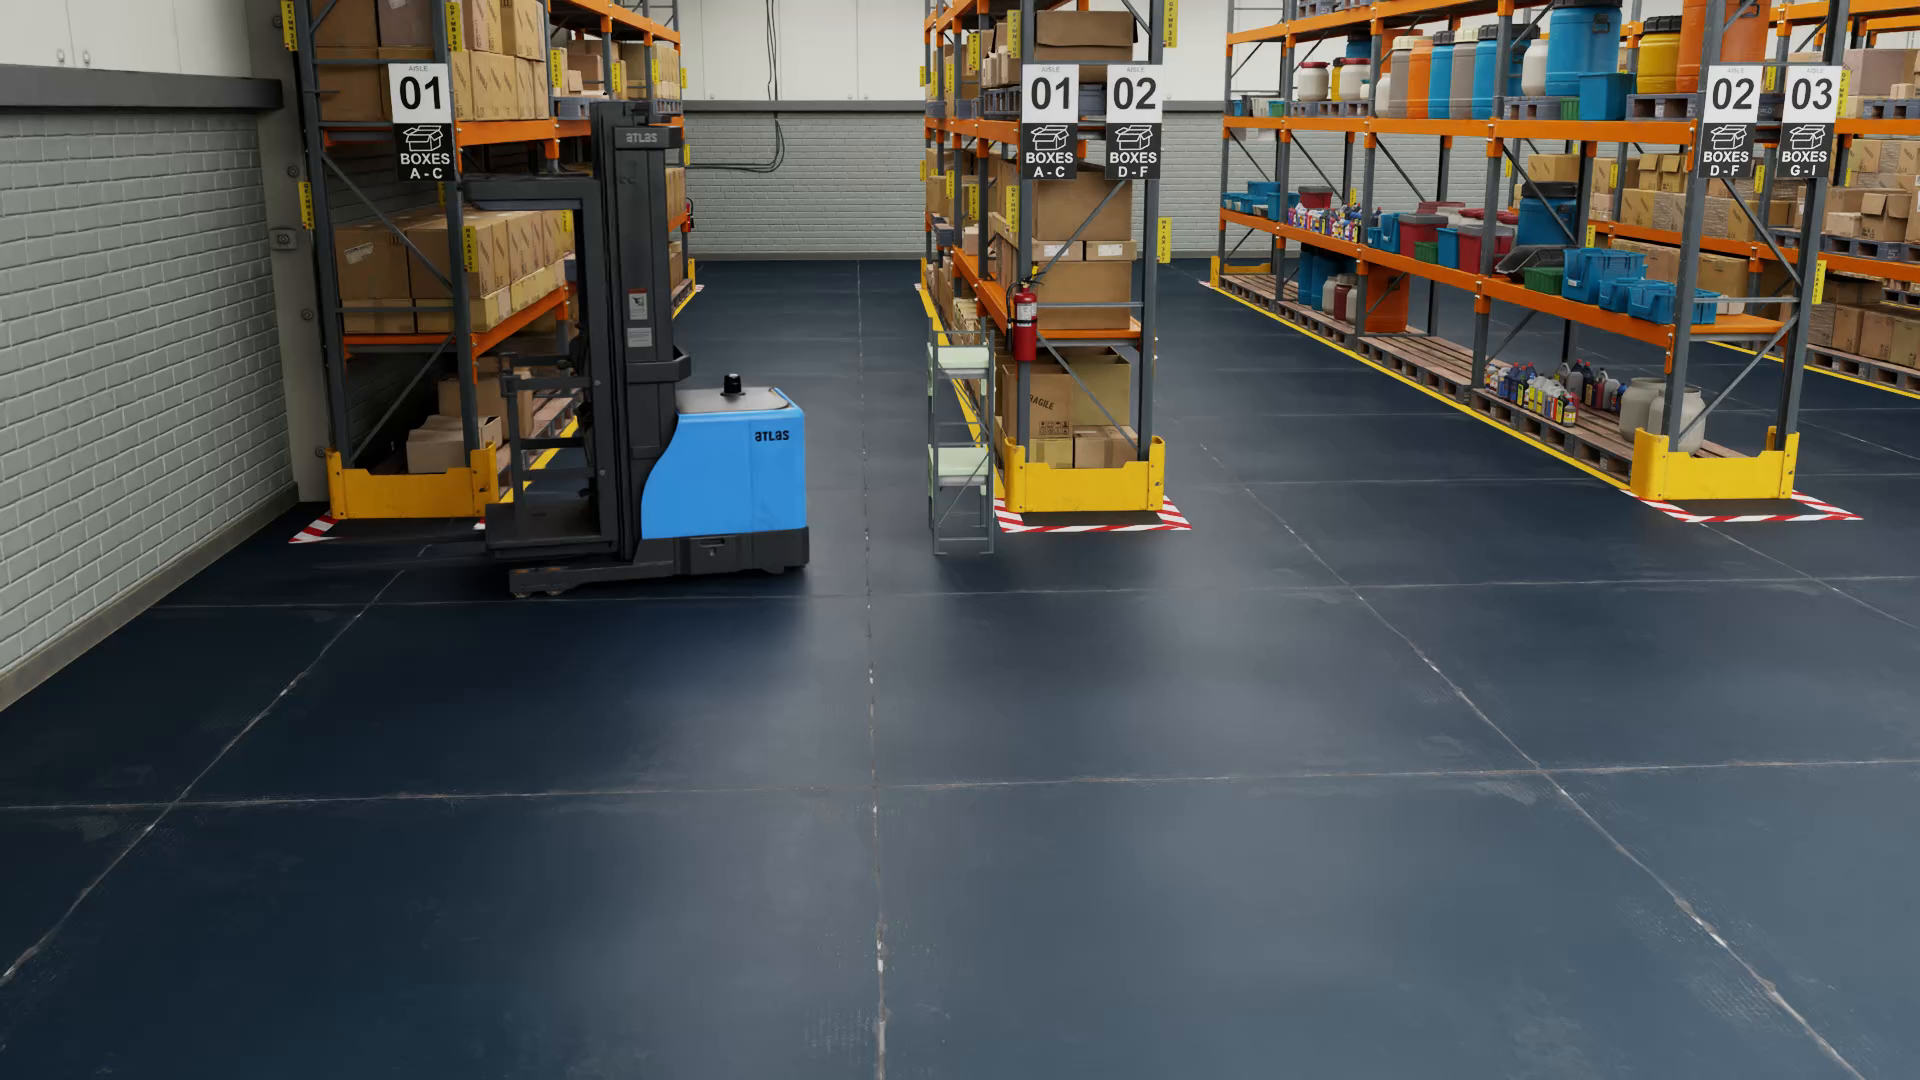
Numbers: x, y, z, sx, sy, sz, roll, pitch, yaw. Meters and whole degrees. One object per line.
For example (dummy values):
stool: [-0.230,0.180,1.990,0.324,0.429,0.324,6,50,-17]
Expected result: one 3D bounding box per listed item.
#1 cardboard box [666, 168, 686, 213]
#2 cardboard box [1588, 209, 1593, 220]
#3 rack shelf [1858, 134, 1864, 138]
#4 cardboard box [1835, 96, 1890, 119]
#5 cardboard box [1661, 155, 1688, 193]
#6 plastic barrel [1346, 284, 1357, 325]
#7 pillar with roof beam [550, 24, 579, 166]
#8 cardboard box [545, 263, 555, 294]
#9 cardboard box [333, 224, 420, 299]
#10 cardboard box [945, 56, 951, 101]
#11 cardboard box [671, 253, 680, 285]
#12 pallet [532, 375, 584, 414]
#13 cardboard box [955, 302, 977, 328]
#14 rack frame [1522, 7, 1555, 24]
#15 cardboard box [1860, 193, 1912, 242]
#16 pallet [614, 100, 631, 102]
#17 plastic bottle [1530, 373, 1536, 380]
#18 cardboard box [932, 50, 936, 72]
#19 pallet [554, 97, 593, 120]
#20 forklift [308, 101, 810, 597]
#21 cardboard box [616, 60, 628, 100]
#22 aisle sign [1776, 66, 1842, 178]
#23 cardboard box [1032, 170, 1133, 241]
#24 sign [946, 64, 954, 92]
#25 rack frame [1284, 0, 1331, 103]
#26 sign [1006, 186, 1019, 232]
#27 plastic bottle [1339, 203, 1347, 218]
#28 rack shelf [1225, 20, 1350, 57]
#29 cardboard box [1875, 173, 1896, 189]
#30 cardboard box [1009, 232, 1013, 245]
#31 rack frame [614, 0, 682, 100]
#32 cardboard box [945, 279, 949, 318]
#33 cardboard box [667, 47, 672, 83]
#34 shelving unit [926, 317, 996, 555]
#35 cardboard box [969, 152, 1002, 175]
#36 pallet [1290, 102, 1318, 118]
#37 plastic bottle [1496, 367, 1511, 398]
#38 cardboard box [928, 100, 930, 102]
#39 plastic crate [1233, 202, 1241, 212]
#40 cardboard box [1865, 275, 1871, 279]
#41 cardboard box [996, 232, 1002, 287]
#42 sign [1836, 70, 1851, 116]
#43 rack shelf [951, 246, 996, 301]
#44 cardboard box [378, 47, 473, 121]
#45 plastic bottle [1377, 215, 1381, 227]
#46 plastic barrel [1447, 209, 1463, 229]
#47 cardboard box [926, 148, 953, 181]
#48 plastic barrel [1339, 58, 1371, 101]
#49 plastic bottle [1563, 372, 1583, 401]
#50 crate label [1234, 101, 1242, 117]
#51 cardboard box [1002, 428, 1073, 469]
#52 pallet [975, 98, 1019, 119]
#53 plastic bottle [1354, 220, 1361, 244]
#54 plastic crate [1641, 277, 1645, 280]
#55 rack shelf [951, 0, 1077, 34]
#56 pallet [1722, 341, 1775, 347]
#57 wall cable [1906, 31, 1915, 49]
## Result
cardboard box: [-4.968,-5.634,26.800,0.980,0.700,0.700,0,14,-1]
cardboard box: [9.692,-4.927,25.158,0.380,0.149,0.250,-1,14,-4]
rack shelf: [14.902,-6.503,26.204,1.077,0.370,4.000,-1,14,-3]
cardboard box: [10.165,-4.859,18.671,0.500,0.250,0.500,-1,14,-2]
cardboard box: [10.148,-5.054,22.937,0.797,0.503,0.637,-1,14,-3]
plastic barrel: [5.202,-3.037,21.461,0.421,0.512,0.421,0,14,0]
pillar with roof beam: [-1.372,-7.753,23.599,9.100,9.000,0.400,-1,14,-3]
cardboard box: [-3.912,-2.330,14.825,0.500,0.250,0.500,-1,14,-3]
cardboard box: [-4.260,-2.050,12.230,0.500,0.500,0.500,-1,14,-4]
cardboard box: [0.140,-6.324,22.822,0.600,0.600,0.600,-2,15,-9]
cardboard box: [-4.835,-4.311,26.435,0.700,0.500,0.500,-1,14,-4]
pallet: [-4.316,-1.474,16.831,1.003,0.211,1.213,-1,14,-3]
cardboard box: [0.210,-2.581,19.087,0.500,0.311,0.500,-1,14,-5]
rack frame: [9.822,-8.750,27.474,1.000,3.000,0.127,-1,14,-3]
cardboard box: [10.366,-3.543,18.227,0.797,0.503,0.637,1,14,2]
pallet: [-4.607,-5.146,19.866,1.213,0.211,1.003,0,14,-1]
plastic bottle: [5.387,-1.434,15.672,0.097,0.271,0.097,0,14,0]
cardboard box: [-0.071,-7.425,26.136,0.700,0.500,0.500,-1,14,-3]
pallet: [-4.198,-4.147,15.983,1.213,0.211,1.003,-1,14,-3]
forklift: [-2.543,-1.215,10.366,3.031,2.935,1.130,-4,15,-15]
cardboard box: [-4.718,-5.976,21.631,0.700,0.500,0.500,-1,14,-4]
aisle sign: [6.166,-3.034,12.083,0.394,0.787,0.004,-1,14,-3]
cardboard box: [0.906,-2.519,12.494,0.700,0.500,0.500,-1,14,-3]
sign: [-0.112,-5.398,19.429,0.100,0.325,0.005,-1,14,-3]
rack frame: [5.126,-7.678,23.310,1.000,3.000,0.127,-1,14,-3]
sign: [0.383,-2.384,11.972,0.100,0.325,0.005,-1,14,-3]
plastic bottle: [5.366,-4.523,23.186,0.144,0.351,0.185,-1,14,-3]
rack shelf: [5.002,-7.634,25.383,1.077,0.370,4.000,-1,14,-3]
cardboard box: [14.654,-5.462,25.939,0.500,0.500,0.500,-1,14,-4]
cardboard box: [0.613,-2.554,13.929,0.380,0.149,0.250,-1,14,-4]
rack frame: [-5.010,-8.520,26.582,1.000,3.000,0.127,-1,14,-3]
cardboard box: [0.067,-3.193,22.052,0.500,0.500,0.500,-1,14,-6]
cardboard box: [-4.631,-7.178,25.137,0.500,0.500,0.500,-2,15,-6]
shelving unit: [0.000,-0.725,11.333,0.431,1.500,0.755,-1,14,-3]
cardboard box: [0.401,-5.480,24.598,0.500,0.500,0.500,-1,14,-5]
pallet: [5.272,-5.941,22.956,1.213,0.211,1.003,-1,14,-3]
plastic bottle: [5.251,-1.512,15.964,0.152,0.276,0.135,0,14,-1]
cardboard box: [-0.237,-6.692,25.796,0.500,0.250,0.500,-1,14,-3]
plastic crate: [4.544,-5.353,26.720,0.250,0.136,0.298,-1,14,-3]
cardboard box: [14.649,-4.139,26.473,0.380,0.149,0.250,-1,14,-2]
cardboard box: [0.711,-2.646,15.590,0.700,0.500,0.500,-1,14,-5]
sign: [6.419,-3.253,12.113,0.100,0.325,0.005,-1,14,-3]
rack shelf: [0.554,-2.857,18.054,1.077,0.370,4.000,-1,14,-3]
cardboard box: [-3.790,-3.234,11.814,0.500,0.500,0.500,-1,14,-2]
plastic bottle: [5.584,-4.176,21.985,0.152,0.276,0.135,-1,14,-3]
plastic barrel: [5.677,-3.475,18.789,0.421,0.512,0.421,0,14,0]
cardboard box: [-0.301,-6.111,27.049,0.500,0.500,0.500,0,14,-2]
plastic barrel: [5.114,-5.939,21.453,0.433,0.535,0.433,0,14,0]
plastic bottle: [5.815,-1.466,15.786,0.152,0.276,0.135,-1,14,-3]
crate label: [4.613,-6.914,26.658,0.408,0.251,0.502,-1,14,-3]
cardboard box: [0.597,-0.714,12.956,0.500,0.250,0.500,-1,14,-3]
pallet: [0.610,-4.287,16.533,0.805,0.209,1.217,-1,15,-6]
plastic bottle: [4.923,-3.816,20.571,0.061,0.283,0.133,-1,14,-3]
plastic crate: [5.975,-2.256,14.804,0.530,0.136,0.437,-1,14,-3]
rack shelf: [0.554,-5.569,17.357,1.077,0.370,4.000,-1,14,-3]
pallet: [10.344,-2.702,21.603,1.003,0.211,1.213,-1,14,-3]
wall cable: [19.079,-10.313,33.550,0.463,3.000,0.029,-1,14,-3]
